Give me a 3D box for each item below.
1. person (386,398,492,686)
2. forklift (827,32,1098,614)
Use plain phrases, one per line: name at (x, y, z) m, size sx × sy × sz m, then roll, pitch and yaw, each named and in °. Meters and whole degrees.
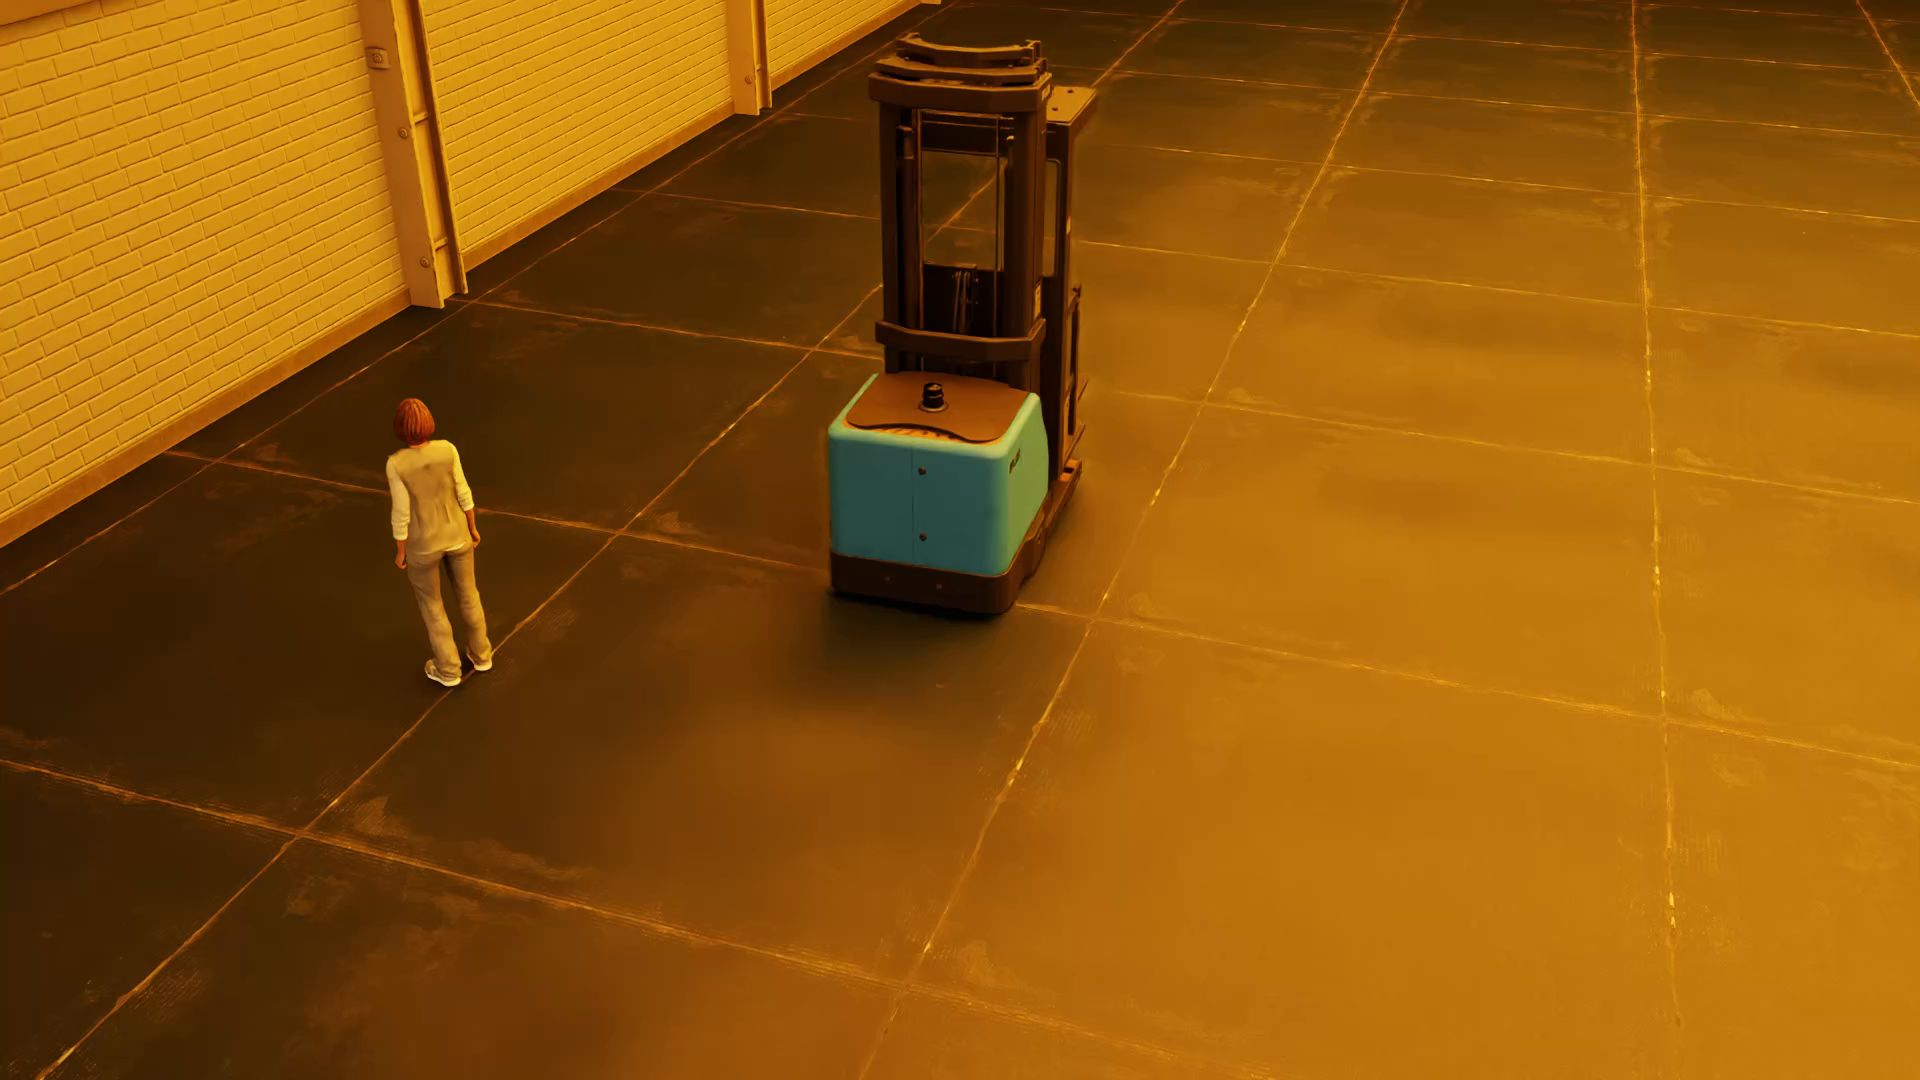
person at (-2.670, 0.007, 8.470) m, size 0.444 × 1.602 × 0.329 m, roll -21°, pitch 36°, yaw -32°
forklift at (0.160, -1.580, 9.908) m, size 1.130 × 2.935 × 3.031 m, roll 8°, pitch 31°, yaw 14°
